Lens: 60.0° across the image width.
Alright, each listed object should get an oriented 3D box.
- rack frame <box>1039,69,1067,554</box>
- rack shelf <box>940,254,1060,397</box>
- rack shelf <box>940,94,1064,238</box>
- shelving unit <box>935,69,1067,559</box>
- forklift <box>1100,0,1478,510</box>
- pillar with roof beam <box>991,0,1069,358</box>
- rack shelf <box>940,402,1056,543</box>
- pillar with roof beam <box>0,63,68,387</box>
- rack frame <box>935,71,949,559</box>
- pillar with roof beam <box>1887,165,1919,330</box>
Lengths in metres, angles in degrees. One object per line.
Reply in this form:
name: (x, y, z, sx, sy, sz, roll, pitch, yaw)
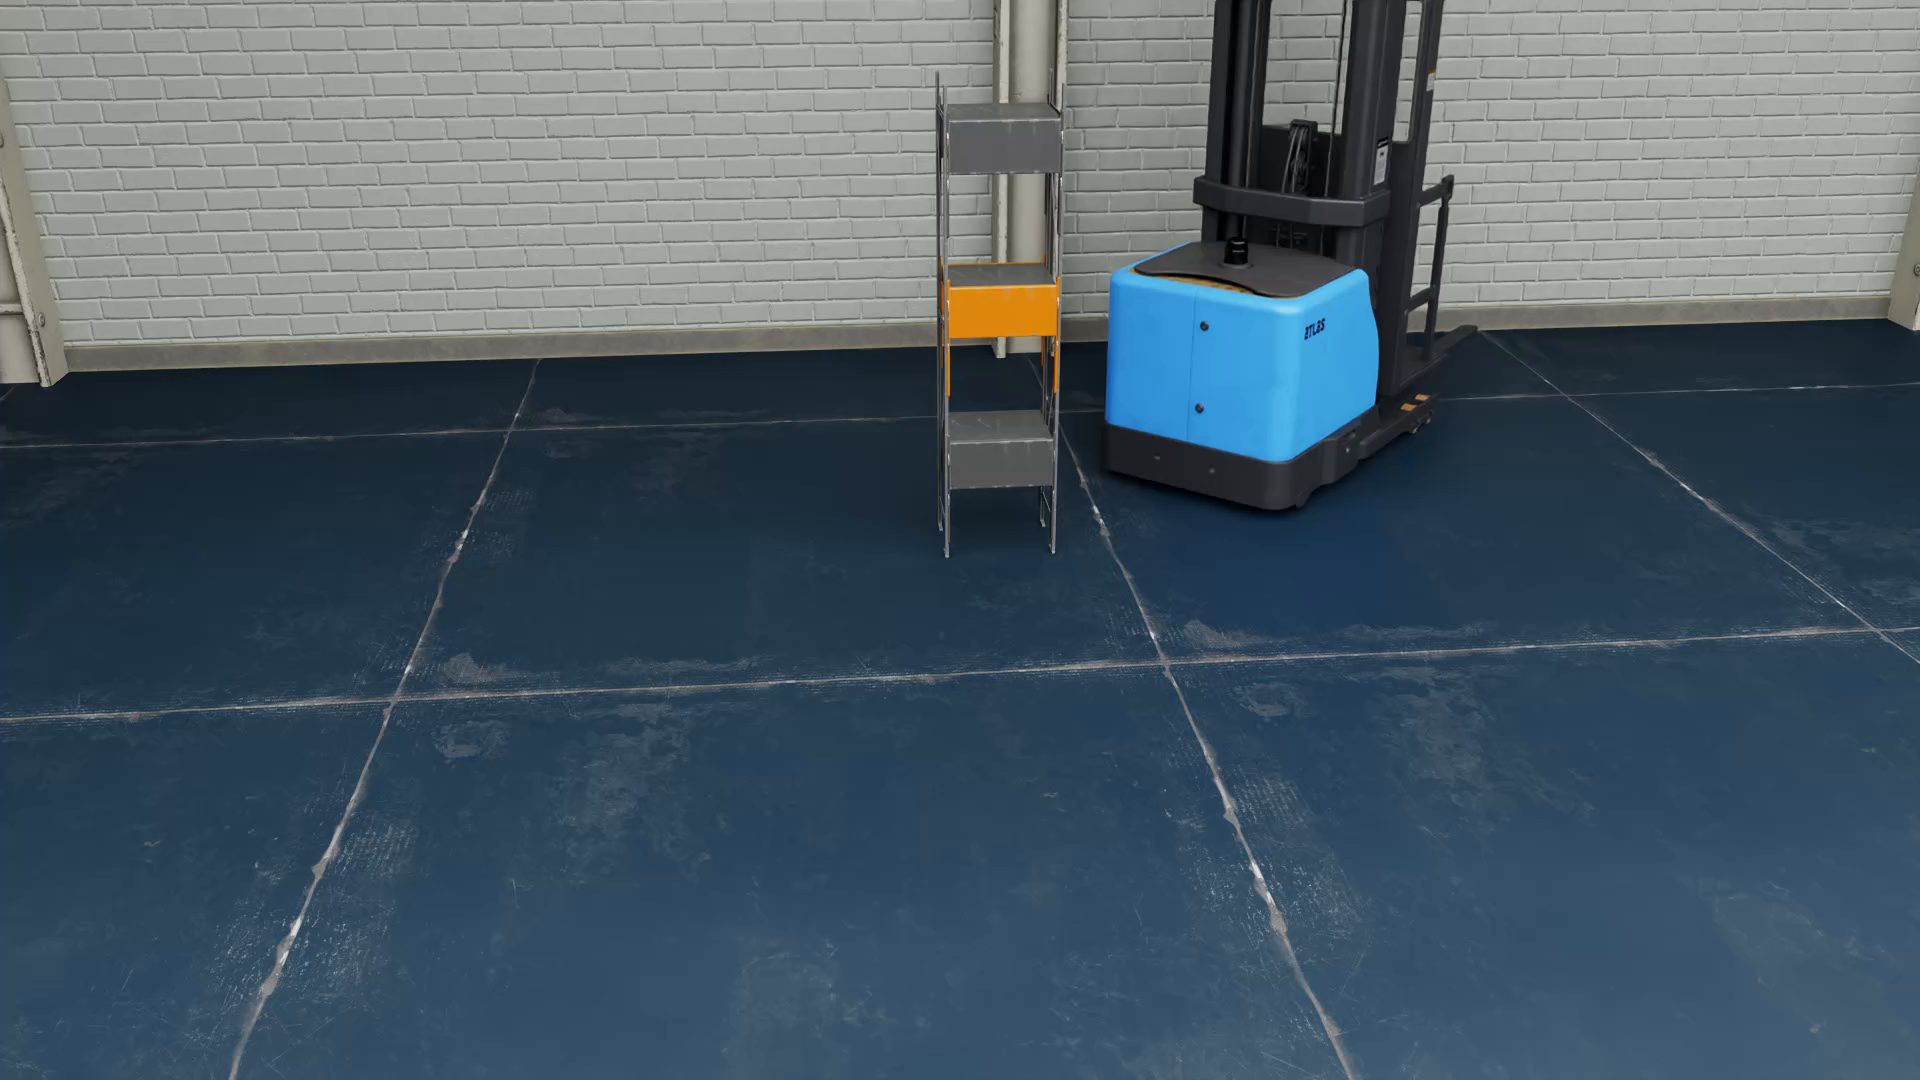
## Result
rack frame: (0.408, -0.976, 7.360, 0.015, 2.100, 0.400, -2, 24, -5)
rack shelf: (0.165, -0.954, 7.344, 0.480, 0.518, 0.431, -2, 24, -5)
rack shelf: (0.165, -1.593, 7.060, 0.480, 0.518, 0.431, -2, 24, -5)
shelving unit: (0.165, -0.966, 7.338, 0.503, 2.100, 0.431, -2, 24, -5)
forklift: (1.987, -2.020, 8.685, 1.130, 2.935, 3.031, 17, 29, 33)
pillar with roof beam: (0.831, -3.569, 4.700, 0.400, 9.000, 9.100, -2, 24, -5)
rack shelf: (0.165, -0.314, 7.628, 0.480, 0.518, 0.431, -2, 24, -5)
pillar with roof beam: (-5.140, -3.329, 4.161, 0.400, 9.000, 9.100, -2, 24, -5)
rack frame: (-0.078, -0.956, 7.316, 0.015, 2.100, 0.400, -2, 24, -5)
pillar with roof beam: (6.802, -3.808, 5.239, 0.400, 9.000, 9.100, -2, 24, -5)
